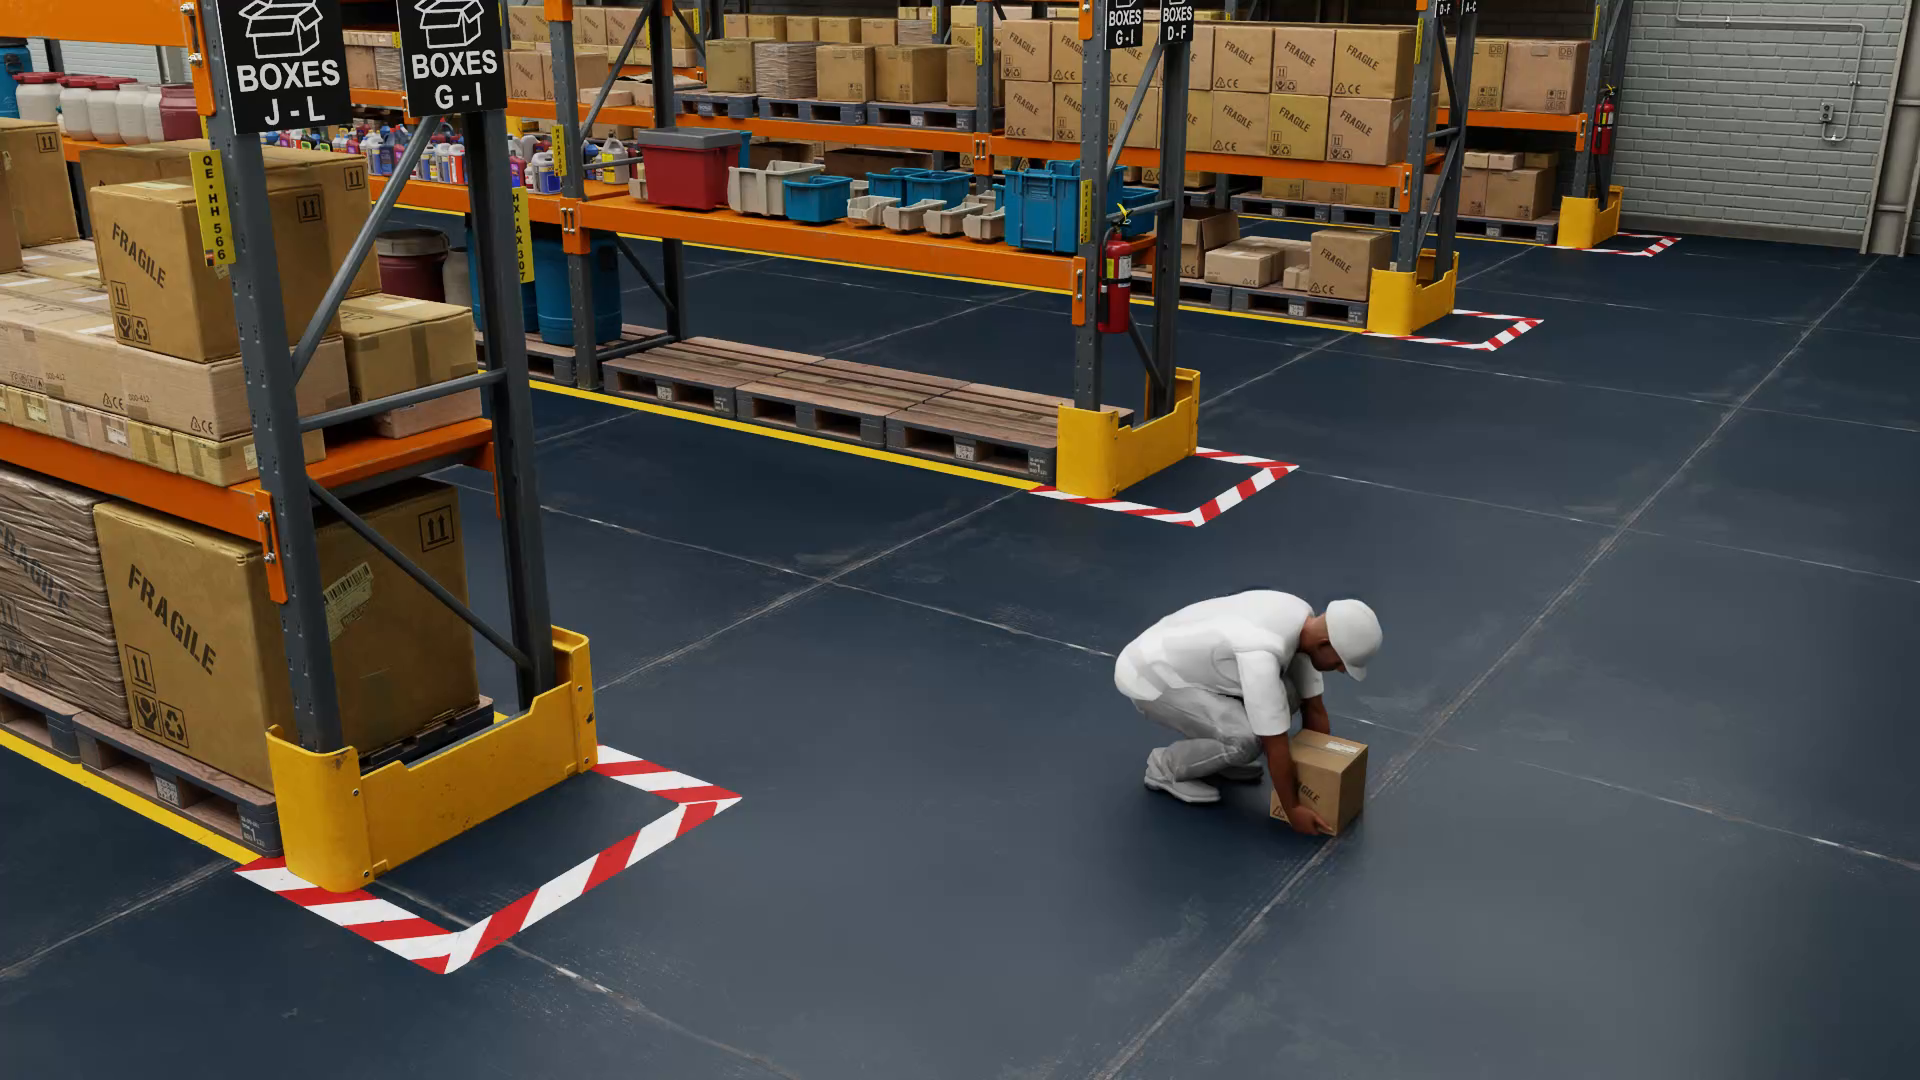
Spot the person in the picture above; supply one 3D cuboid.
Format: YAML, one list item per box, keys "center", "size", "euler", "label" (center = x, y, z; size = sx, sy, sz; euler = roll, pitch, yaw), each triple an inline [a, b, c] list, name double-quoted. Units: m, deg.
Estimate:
- center: [1.034, 0.569, 5.991]
  size: [0.923, 0.888, 0.550]
  euler: [13, 23, 32]
  label: "person"
